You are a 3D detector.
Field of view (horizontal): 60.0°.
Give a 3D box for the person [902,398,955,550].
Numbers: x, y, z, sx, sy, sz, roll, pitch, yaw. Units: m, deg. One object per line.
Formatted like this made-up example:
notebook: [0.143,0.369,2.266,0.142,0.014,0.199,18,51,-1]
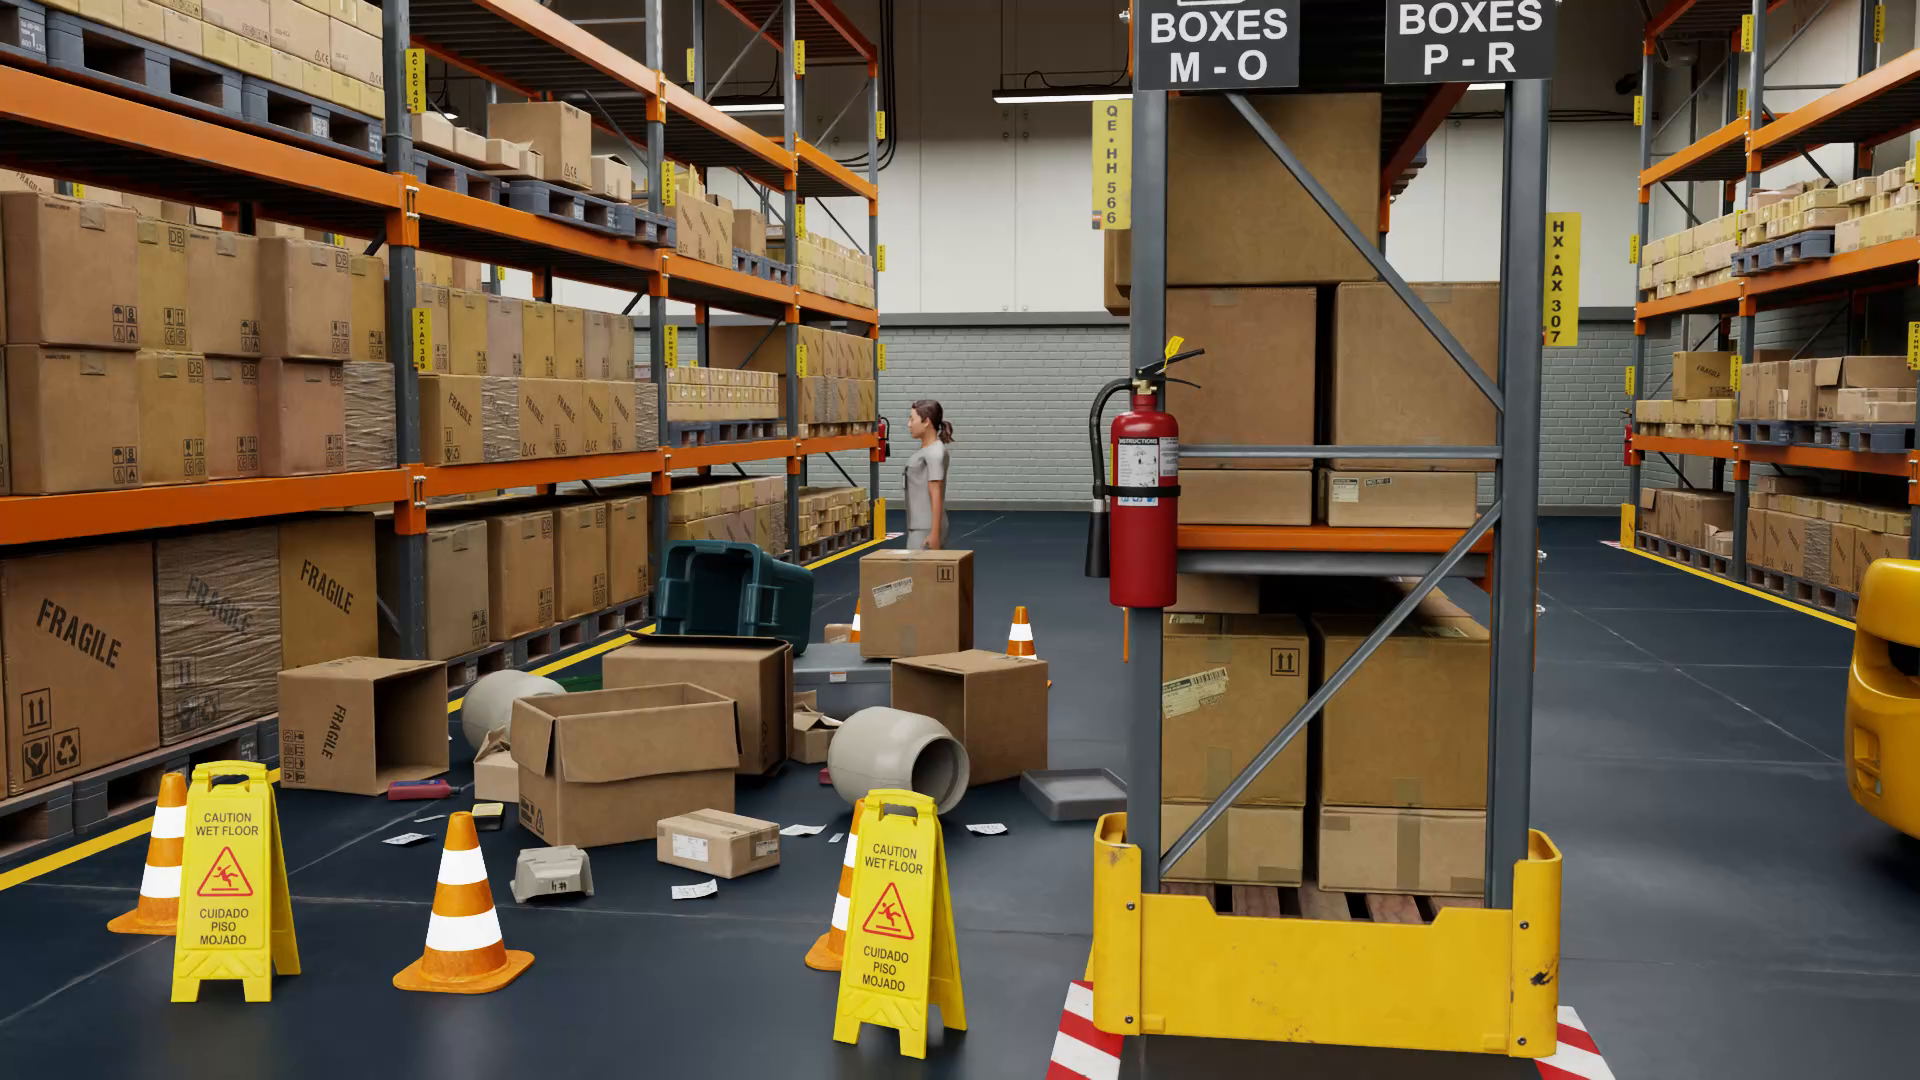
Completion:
person: [-0.282,-0.043,10.350,0.573,1.671,0.457,-1,5,-8]
